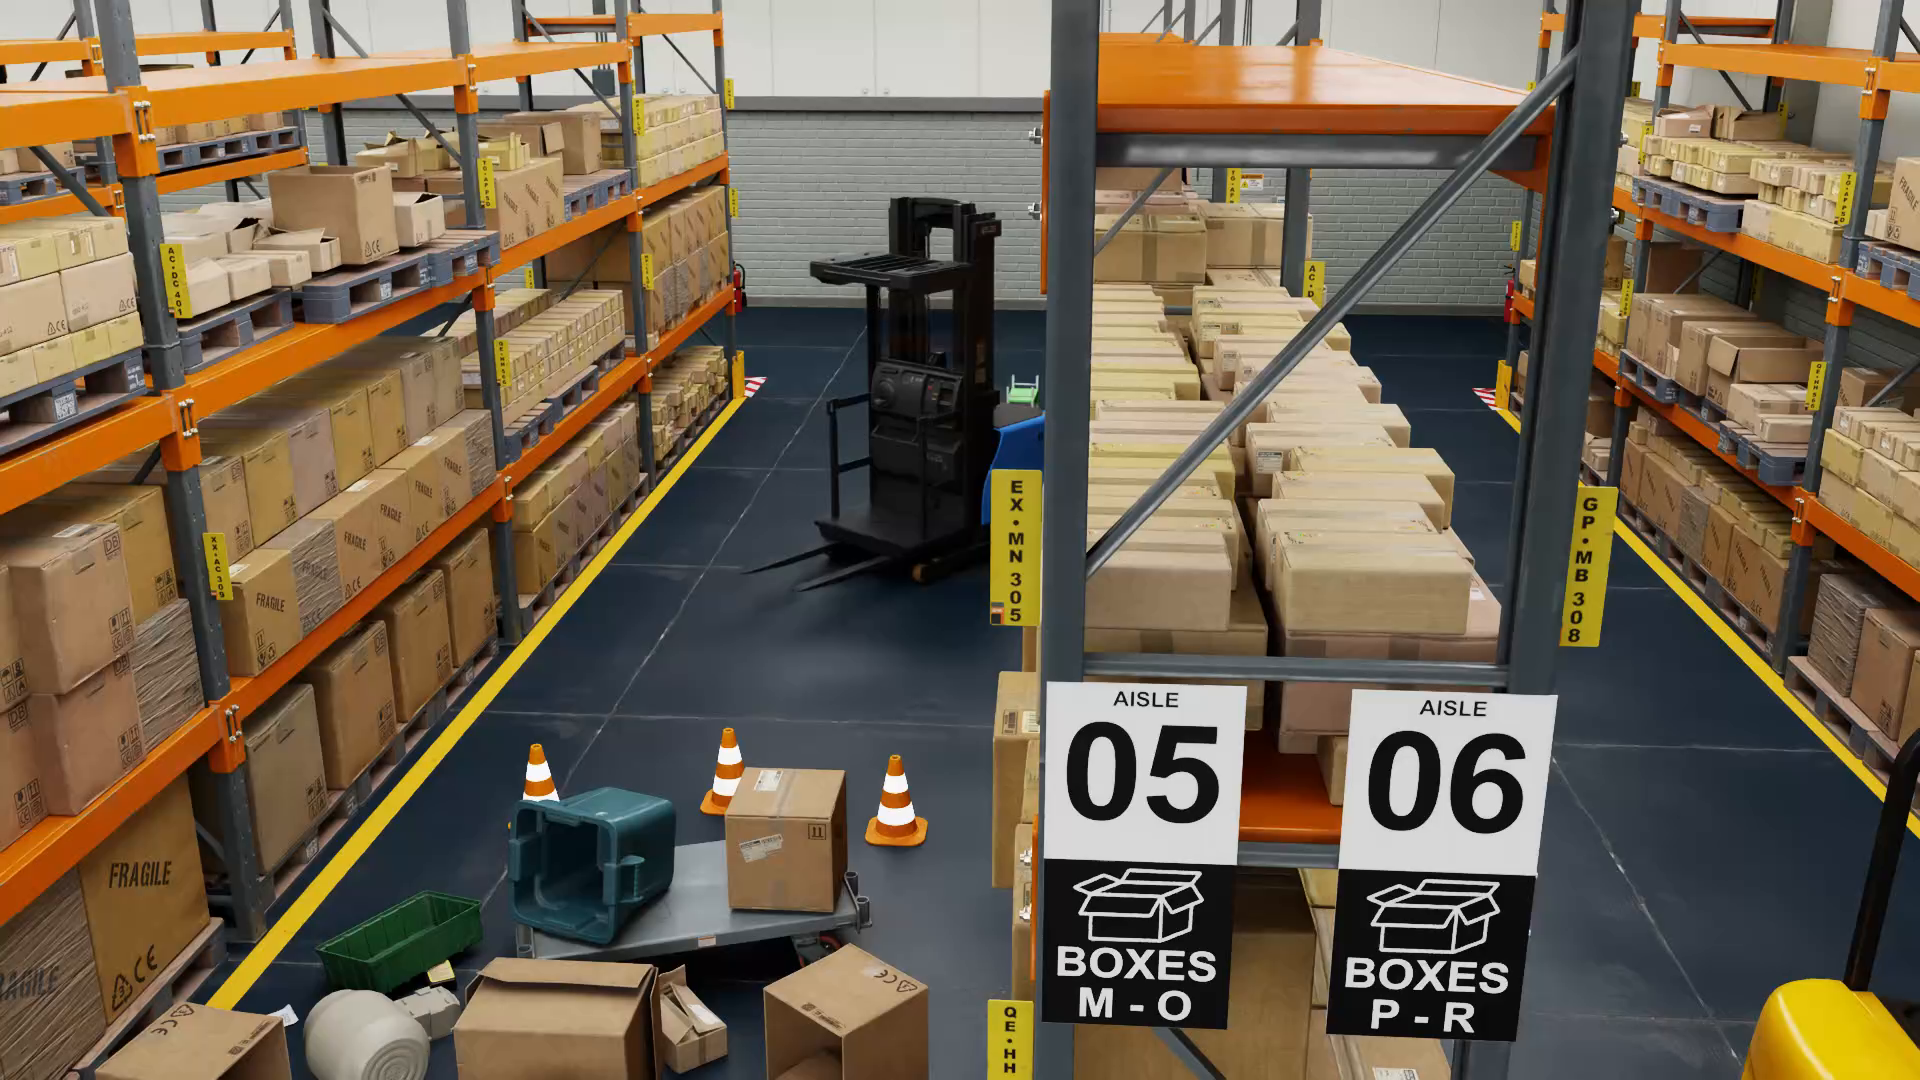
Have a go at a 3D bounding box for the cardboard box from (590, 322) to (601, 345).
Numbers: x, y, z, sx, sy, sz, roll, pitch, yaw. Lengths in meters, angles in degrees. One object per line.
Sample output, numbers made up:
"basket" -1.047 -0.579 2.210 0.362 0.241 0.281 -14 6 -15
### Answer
"cardboard box" -3.306 -1.773 14.269 0.380 0.149 0.250 1 18 2

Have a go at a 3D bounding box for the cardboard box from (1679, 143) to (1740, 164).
"cardboard box" 6.015 -3.104 13.351 0.380 0.149 0.250 1 18 3

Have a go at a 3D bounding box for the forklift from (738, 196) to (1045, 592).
"forklift" -0.494 -1.218 13.434 1.130 2.935 3.031 15 23 38

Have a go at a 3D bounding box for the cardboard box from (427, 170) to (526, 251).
"cardboard box" -3.401 -2.326 11.726 0.500 0.500 0.500 1 18 4

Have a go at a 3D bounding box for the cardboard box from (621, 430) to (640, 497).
"cardboard box" -3.223 -0.700 15.082 0.500 0.500 0.500 1 18 3

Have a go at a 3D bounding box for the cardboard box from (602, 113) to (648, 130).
"cardboard box" -3.106 -3.874 15.408 0.380 0.149 0.250 1 18 2

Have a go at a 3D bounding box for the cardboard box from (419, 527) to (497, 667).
"cardboard box" -3.841 0.375 11.399 1.050 0.750 0.750 1 18 3

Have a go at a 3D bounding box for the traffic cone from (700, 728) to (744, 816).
"traffic cone" -1.334 1.317 9.661 0.336 0.463 0.334 1 18 4

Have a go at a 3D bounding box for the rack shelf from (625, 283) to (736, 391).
"rack shelf" -3.278 -2.203 17.485 1.077 0.370 4.000 1 18 4

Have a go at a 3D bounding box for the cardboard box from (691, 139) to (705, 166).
"cardboard box" -2.981 -4.061 17.422 0.500 0.250 0.500 2 18 6

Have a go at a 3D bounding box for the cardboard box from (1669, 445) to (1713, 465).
"cardboard box" 6.228 -0.696 14.029 0.380 0.149 0.250 1 18 3

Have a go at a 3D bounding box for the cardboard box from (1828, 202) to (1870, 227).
"cardboard box" 5.973 -2.152 10.956 0.380 0.149 0.250 2 18 5

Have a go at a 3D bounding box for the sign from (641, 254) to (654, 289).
"sign" -2.867 -2.463 15.262 0.100 0.325 0.005 1 18 4

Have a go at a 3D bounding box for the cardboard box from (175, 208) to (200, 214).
"cardboard box" -8.414 -3.436 18.652 0.500 0.500 0.500 1 18 3

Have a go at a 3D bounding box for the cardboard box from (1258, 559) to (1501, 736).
"cardboard box" 0.965 0.237 3.830 0.500 0.250 0.500 1 18 3

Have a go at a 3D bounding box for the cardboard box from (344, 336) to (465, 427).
"cardboard box" -3.750 -1.065 11.089 0.700 0.500 0.500 1 18 4

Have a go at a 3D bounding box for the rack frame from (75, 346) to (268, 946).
"rack frame" -3.994 0.561 7.894 1.000 3.000 0.127 1 18 4

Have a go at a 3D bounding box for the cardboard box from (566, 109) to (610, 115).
"cardboard box" -3.550 -4.046 15.935 0.380 0.149 0.250 2 18 6

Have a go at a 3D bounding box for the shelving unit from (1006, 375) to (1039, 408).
"shelving unit" 0.563 -0.854 15.103 0.258 1.200 0.503 2 18 7

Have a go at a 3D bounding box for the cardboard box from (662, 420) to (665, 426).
"cardboard box" -3.166 -1.172 16.610 0.380 0.149 0.250 1 18 4

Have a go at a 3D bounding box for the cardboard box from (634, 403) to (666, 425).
"cardboard box" -3.111 -1.238 16.332 0.380 0.149 0.250 2 18 7

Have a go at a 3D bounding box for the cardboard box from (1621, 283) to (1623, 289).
"cardboard box" 6.877 -2.422 16.762 0.500 0.250 0.500 1 18 4

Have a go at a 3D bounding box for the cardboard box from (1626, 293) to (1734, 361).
"cardboard box" 6.217 -1.837 14.377 0.700 0.500 0.500 2 18 5

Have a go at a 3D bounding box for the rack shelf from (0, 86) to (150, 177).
"rack shelf" -4.138 -1.137 5.239 1.077 0.370 4.000 1 18 4

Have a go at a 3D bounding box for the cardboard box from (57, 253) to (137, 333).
"cardboard box" -3.774 -1.023 6.839 0.500 0.250 0.500 1 18 3

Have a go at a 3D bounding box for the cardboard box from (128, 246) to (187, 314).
"cardboard box" -4.103 -1.263 8.050 0.500 0.250 0.500 1 18 5

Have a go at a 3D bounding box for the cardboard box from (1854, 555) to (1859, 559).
"cardboard box" 6.536 0.032 11.805 0.380 0.149 0.250 2 18 7

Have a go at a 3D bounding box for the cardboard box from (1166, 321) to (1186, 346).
"cardboard box" 0.645 -0.725 6.764 0.500 0.250 0.500 1 18 3

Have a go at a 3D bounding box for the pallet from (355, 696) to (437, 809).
"pallet" -3.930 1.265 10.224 1.003 0.211 1.213 1 18 4

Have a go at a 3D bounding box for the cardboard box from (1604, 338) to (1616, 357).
"cardboard box" 6.243 -1.802 15.508 0.380 0.149 0.250 2 18 5

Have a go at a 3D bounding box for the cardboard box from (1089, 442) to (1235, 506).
"cardboard box" 0.519 -0.151 4.372 0.380 0.149 0.250 1 18 4

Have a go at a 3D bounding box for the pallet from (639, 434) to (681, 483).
"pallet" -3.408 -0.808 16.550 1.003 0.211 1.213 1 18 4

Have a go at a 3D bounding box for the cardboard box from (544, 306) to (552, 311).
"cardboard box" -3.908 -2.033 15.062 0.380 0.149 0.250 2 18 5

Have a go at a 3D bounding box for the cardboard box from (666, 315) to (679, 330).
"cardboard box" -3.054 -2.212 16.760 0.380 0.149 0.250 2 18 5

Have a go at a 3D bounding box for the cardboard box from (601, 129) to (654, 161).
"cardboard box" -3.147 -3.660 15.395 0.500 0.250 0.500 2 18 6

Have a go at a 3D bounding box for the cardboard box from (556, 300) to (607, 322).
"cardboard box" -3.294 -1.994 14.465 0.380 0.149 0.250 1 18 2

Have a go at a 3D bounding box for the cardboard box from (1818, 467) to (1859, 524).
"cardboard box" 5.912 -0.289 10.729 0.500 0.250 0.500 1 18 4

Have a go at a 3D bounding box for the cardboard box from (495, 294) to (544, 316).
"cardboard box" -3.922 -2.088 14.751 0.380 0.149 0.250 2 18 5

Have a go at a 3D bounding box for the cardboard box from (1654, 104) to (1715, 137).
"cardboard box" 6.105 -3.541 14.019 0.396 0.266 0.258 1 18 3

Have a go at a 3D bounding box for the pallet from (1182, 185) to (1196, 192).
"pallet" 1.507 -2.893 13.926 0.805 0.209 1.217 1 18 2

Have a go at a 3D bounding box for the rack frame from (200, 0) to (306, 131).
"rack frame" -8.074 -6.159 18.768 1.000 3.000 0.127 1 18 4

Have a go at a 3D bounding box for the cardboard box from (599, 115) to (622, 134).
"cardboard box" -3.159 -3.790 15.152 0.380 0.149 0.250 1 18 3

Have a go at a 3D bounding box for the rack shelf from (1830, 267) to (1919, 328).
"rack shelf" 6.045 -0.955 8.859 1.077 0.370 4.000 1 18 4

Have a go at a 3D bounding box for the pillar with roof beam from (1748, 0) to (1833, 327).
"pillar with roof beam" 3.130 -4.878 14.858 9.100 9.000 0.400 1 18 4

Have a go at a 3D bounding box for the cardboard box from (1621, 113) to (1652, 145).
"cardboard box" 6.298 -3.788 15.309 0.500 0.250 0.500 1 18 3

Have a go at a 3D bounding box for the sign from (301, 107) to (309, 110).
"sign" -7.534 -5.100 19.059 0.100 0.325 0.005 1 18 4

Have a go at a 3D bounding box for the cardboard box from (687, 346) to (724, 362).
"cardboard box" -2.919 -2.124 19.035 0.380 0.149 0.250 1 18 5

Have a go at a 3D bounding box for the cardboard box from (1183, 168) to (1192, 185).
"cardboard box" 1.670 -3.149 13.867 0.500 0.311 0.500 1 18 4

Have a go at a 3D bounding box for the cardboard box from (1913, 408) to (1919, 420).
"cardboard box" 6.367 -0.743 10.671 0.380 0.149 0.250 2 18 6

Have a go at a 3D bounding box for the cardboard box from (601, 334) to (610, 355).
"cardboard box" -3.290 -1.718 14.578 0.380 0.149 0.250 1 18 4

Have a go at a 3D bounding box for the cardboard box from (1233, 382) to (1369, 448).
"cardboard box" 1.033 -0.380 5.072 0.380 0.149 0.250 2 18 5

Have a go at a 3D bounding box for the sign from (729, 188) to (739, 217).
"sign" -2.582 -3.848 18.982 0.100 0.325 0.005 1 18 4

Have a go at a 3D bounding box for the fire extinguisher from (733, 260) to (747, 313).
"fire extinguisher" -2.656 -3.020 19.546 0.296 0.674 0.183 1 18 4

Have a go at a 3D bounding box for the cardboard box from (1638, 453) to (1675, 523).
"cardboard box" 6.187 -0.436 14.276 0.500 0.500 0.500 1 18 3

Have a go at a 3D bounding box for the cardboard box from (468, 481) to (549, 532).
"cardboard box" -3.417 -0.258 12.530 0.500 0.250 0.500 0 18 1

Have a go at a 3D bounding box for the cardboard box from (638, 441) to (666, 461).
"cardboard box" -3.074 -0.874 16.179 0.380 0.149 0.250 0 18 2

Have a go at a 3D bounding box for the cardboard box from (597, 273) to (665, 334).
"cardboard box" -3.134 -2.261 15.867 0.500 0.500 0.500 1 18 3
